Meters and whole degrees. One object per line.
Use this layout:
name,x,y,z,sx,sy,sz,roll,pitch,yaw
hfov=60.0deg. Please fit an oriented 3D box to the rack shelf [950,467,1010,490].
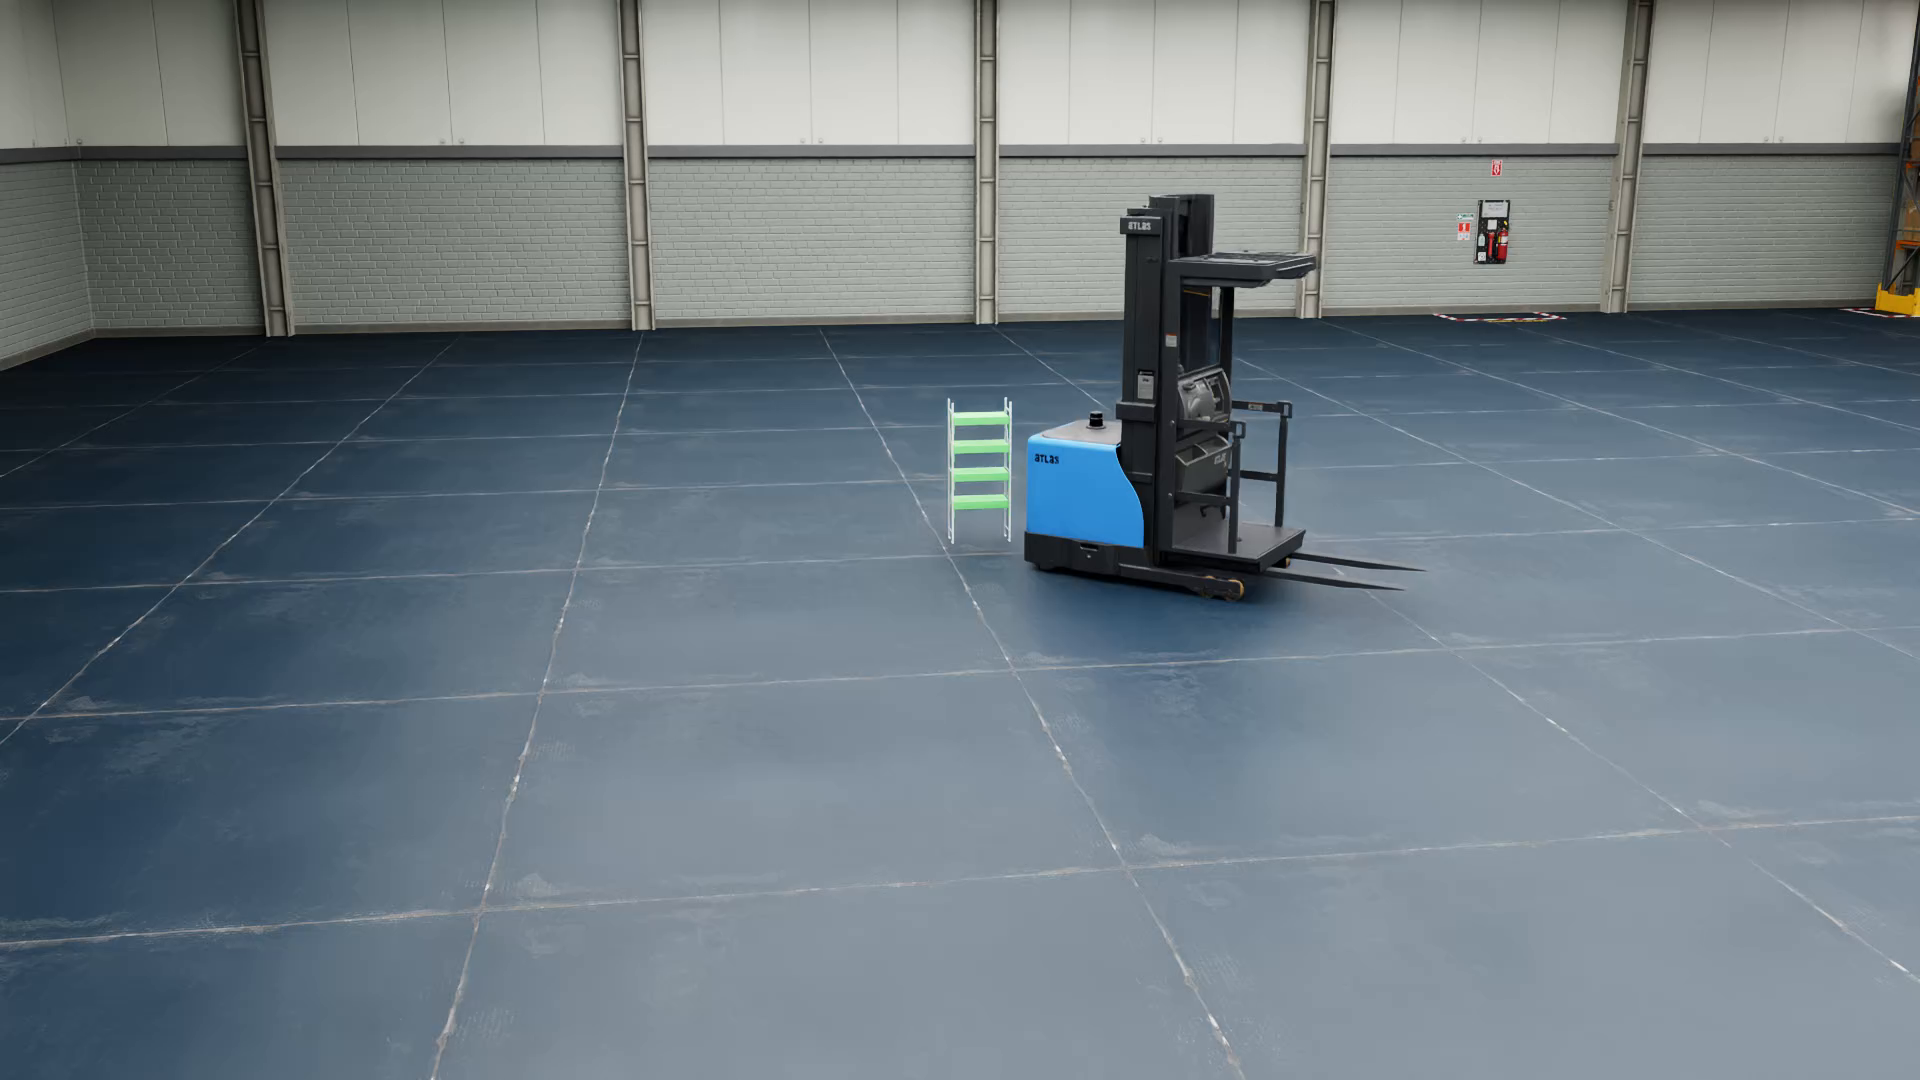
rack shelf,0.164,-0.526,14.115,0.480,0.148,0.258,-2,14,-8

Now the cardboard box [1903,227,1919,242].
cardboard box,18.128,-5.748,31.240,0.500,0.250,0.500,-2,14,-7

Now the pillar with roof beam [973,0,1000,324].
pillar with roof beam,1.101,-7.202,24.442,0.400,9.000,9.100,-2,14,-8

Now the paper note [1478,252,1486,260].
paper note,9.691,-5.266,30.862,0.142,0.148,0.016,-2,14,-8

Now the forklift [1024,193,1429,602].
forklift,2.045,-1.110,12.621,3.031,2.935,1.130,8,16,30

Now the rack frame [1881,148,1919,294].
rack frame,17.695,-5.747,30.971,0.127,3.000,1.000,-2,14,-8

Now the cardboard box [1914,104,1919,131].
cardboard box,18.082,-7.824,30.783,0.500,0.500,0.500,-1,14,-6

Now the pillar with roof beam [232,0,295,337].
pillar with roof beam,-10.766,-6.768,22.708,0.400,9.000,9.100,-2,14,-8

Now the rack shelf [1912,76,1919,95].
rack shelf,19.673,-8.379,30.618,4.000,0.370,1.077,-2,14,-8

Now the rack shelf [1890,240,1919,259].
rack shelf,19.673,-5.471,31.348,4.000,0.370,1.077,-2,14,-8

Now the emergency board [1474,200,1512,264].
emergency board,9.876,-5.683,30.714,0.643,1.169,0.194,-2,14,-8

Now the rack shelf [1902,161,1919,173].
rack shelf,19.673,-6.925,30.983,4.000,0.370,1.077,-2,14,-8

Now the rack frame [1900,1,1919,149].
rack frame,17.695,-8.657,30.241,0.127,3.000,1.000,-2,14,-8

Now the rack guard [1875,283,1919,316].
rack guard,17.770,-4.537,31.286,0.348,0.500,1.175,-2,14,-8

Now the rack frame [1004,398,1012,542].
rack frame,0.405,-0.597,14.135,0.015,1.200,0.240,-2,14,-8

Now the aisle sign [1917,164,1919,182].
aisle sign,17.669,-6.933,30.357,0.004,0.787,0.394,-2,14,-8

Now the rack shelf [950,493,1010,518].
rack shelf,0.164,-0.293,14.174,0.480,0.148,0.258,-2,14,-8

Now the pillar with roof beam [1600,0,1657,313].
pillar with roof beam,12.967,-7.637,26.176,0.400,9.000,9.100,-2,14,-8

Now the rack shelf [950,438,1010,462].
rack shelf,0.164,-0.759,14.057,0.480,0.148,0.258,-2,14,-8

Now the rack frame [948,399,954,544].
rack frame,-0.078,-0.579,14.065,0.015,1.200,0.240,-2,14,-8

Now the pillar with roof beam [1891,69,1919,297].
pillar with roof beam,18.900,-7.855,27.043,0.400,9.000,9.100,-2,14,-8

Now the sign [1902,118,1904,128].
sign,17.632,-7.766,31.034,0.005,0.325,0.100,-2,14,-8

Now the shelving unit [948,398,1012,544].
shelving unit,0.164,-0.588,14.100,0.503,1.200,0.258,-2,14,-8

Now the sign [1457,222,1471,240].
sign,9.314,-5.705,30.729,0.234,0.329,0.001,-2,14,-8

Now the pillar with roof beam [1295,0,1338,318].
pillar with roof beam,7.034,-7.420,25.309,0.400,9.000,9.100,-2,14,-8

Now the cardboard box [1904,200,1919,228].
cardboard box,18.129,-6.116,31.168,0.500,0.500,0.500,-2,14,-9

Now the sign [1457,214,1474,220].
sign,9.320,-5.960,30.657,0.331,0.109,0.001,-2,14,-8

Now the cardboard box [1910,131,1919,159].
cardboard box,18.070,-7.336,30.895,0.500,0.500,0.500,-1,14,-4

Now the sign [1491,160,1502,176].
sign,9.853,-6.831,30.527,0.199,0.298,0.001,-2,14,-8

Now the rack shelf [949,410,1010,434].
rack shelf,0.164,-0.992,13.999,0.480,0.148,0.258,-2,14,-8

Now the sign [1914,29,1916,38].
sign,17.632,-9.321,30.644,0.005,0.325,0.100,-2,14,-8

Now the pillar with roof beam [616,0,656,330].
pillar with roof beam,-4.833,-6.985,23.575,0.400,9.000,9.100,-2,14,-8

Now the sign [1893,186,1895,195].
sign,17.632,-6.596,31.327,0.005,0.325,0.100,-2,14,-8
